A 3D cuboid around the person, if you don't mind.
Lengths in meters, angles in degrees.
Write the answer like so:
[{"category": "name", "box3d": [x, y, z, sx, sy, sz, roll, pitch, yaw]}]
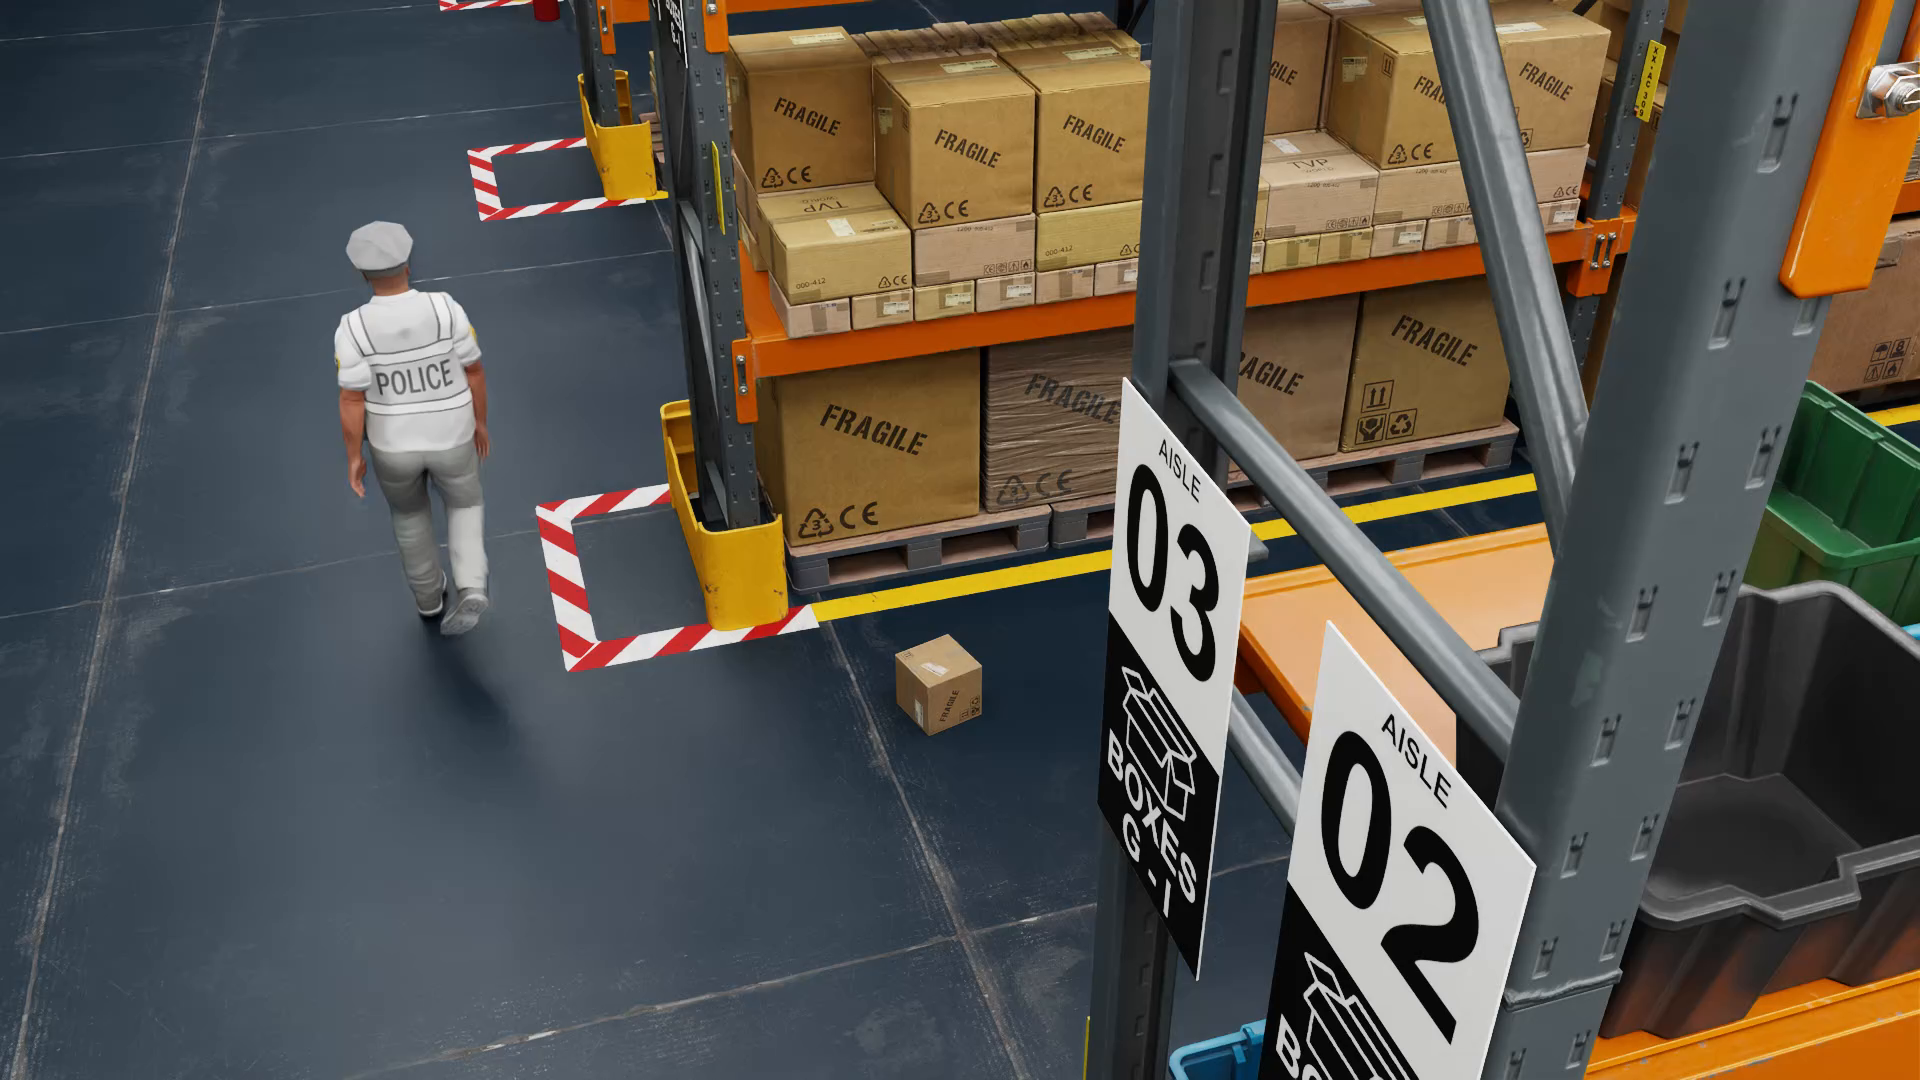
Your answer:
[{"category": "person", "box3d": [-2.170, -0.398, 6.693, 0.599, 1.742, 0.701, -12, 36, -17]}]
